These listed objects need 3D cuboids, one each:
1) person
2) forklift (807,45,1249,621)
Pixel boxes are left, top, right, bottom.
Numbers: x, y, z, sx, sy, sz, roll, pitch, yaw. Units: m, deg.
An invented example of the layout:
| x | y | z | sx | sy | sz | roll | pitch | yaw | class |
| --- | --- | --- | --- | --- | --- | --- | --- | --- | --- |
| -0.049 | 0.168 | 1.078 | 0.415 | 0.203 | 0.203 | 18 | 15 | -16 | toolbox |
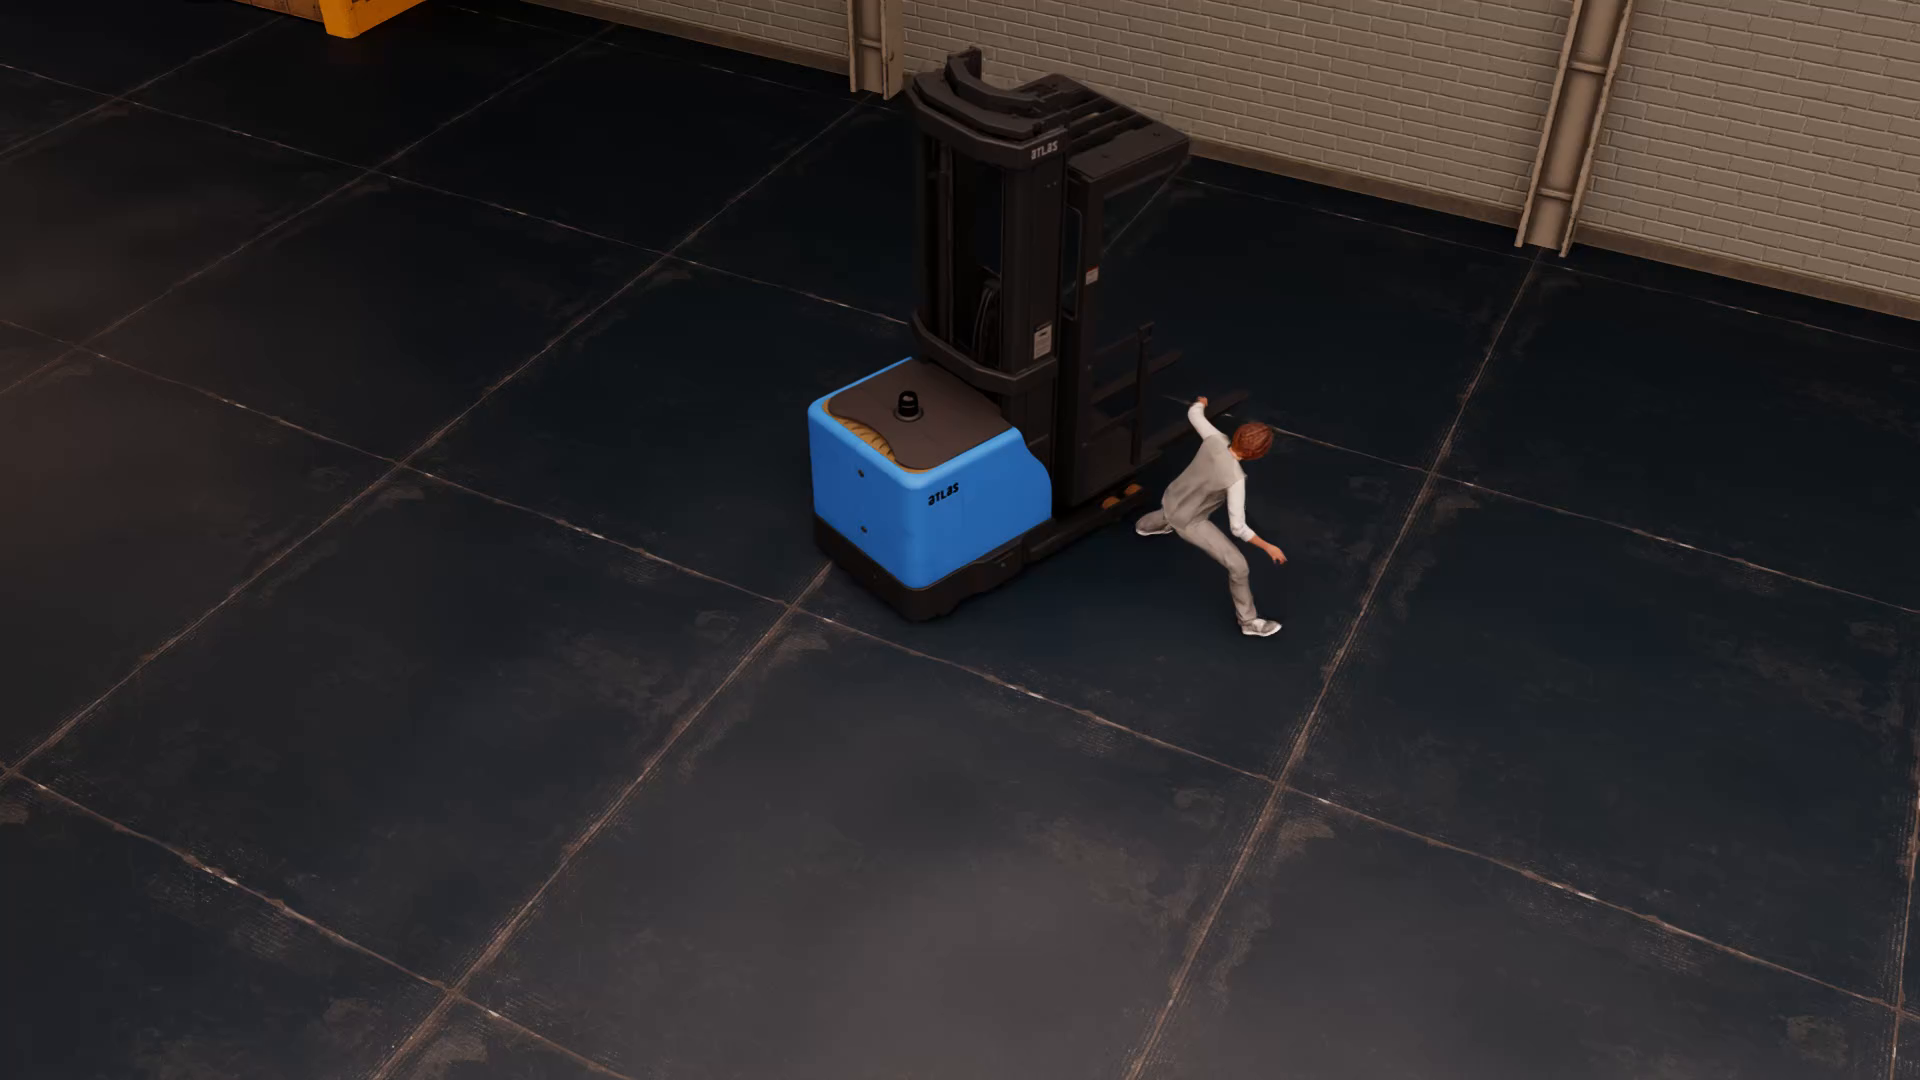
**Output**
| x | y | z | sx | sy | sz | roll | pitch | yaw | class |
| --- | --- | --- | --- | --- | --- | --- | --- | --- | --- |
| 1.448 | -0.212 | 9.509 | 0.689 | 1.306 | 1.101 | -3 | 40 | -3 | person |
| 0.558 | -1.459 | 9.719 | 3.031 | 2.935 | 1.130 | -29 | 48 | -30 | forklift |
